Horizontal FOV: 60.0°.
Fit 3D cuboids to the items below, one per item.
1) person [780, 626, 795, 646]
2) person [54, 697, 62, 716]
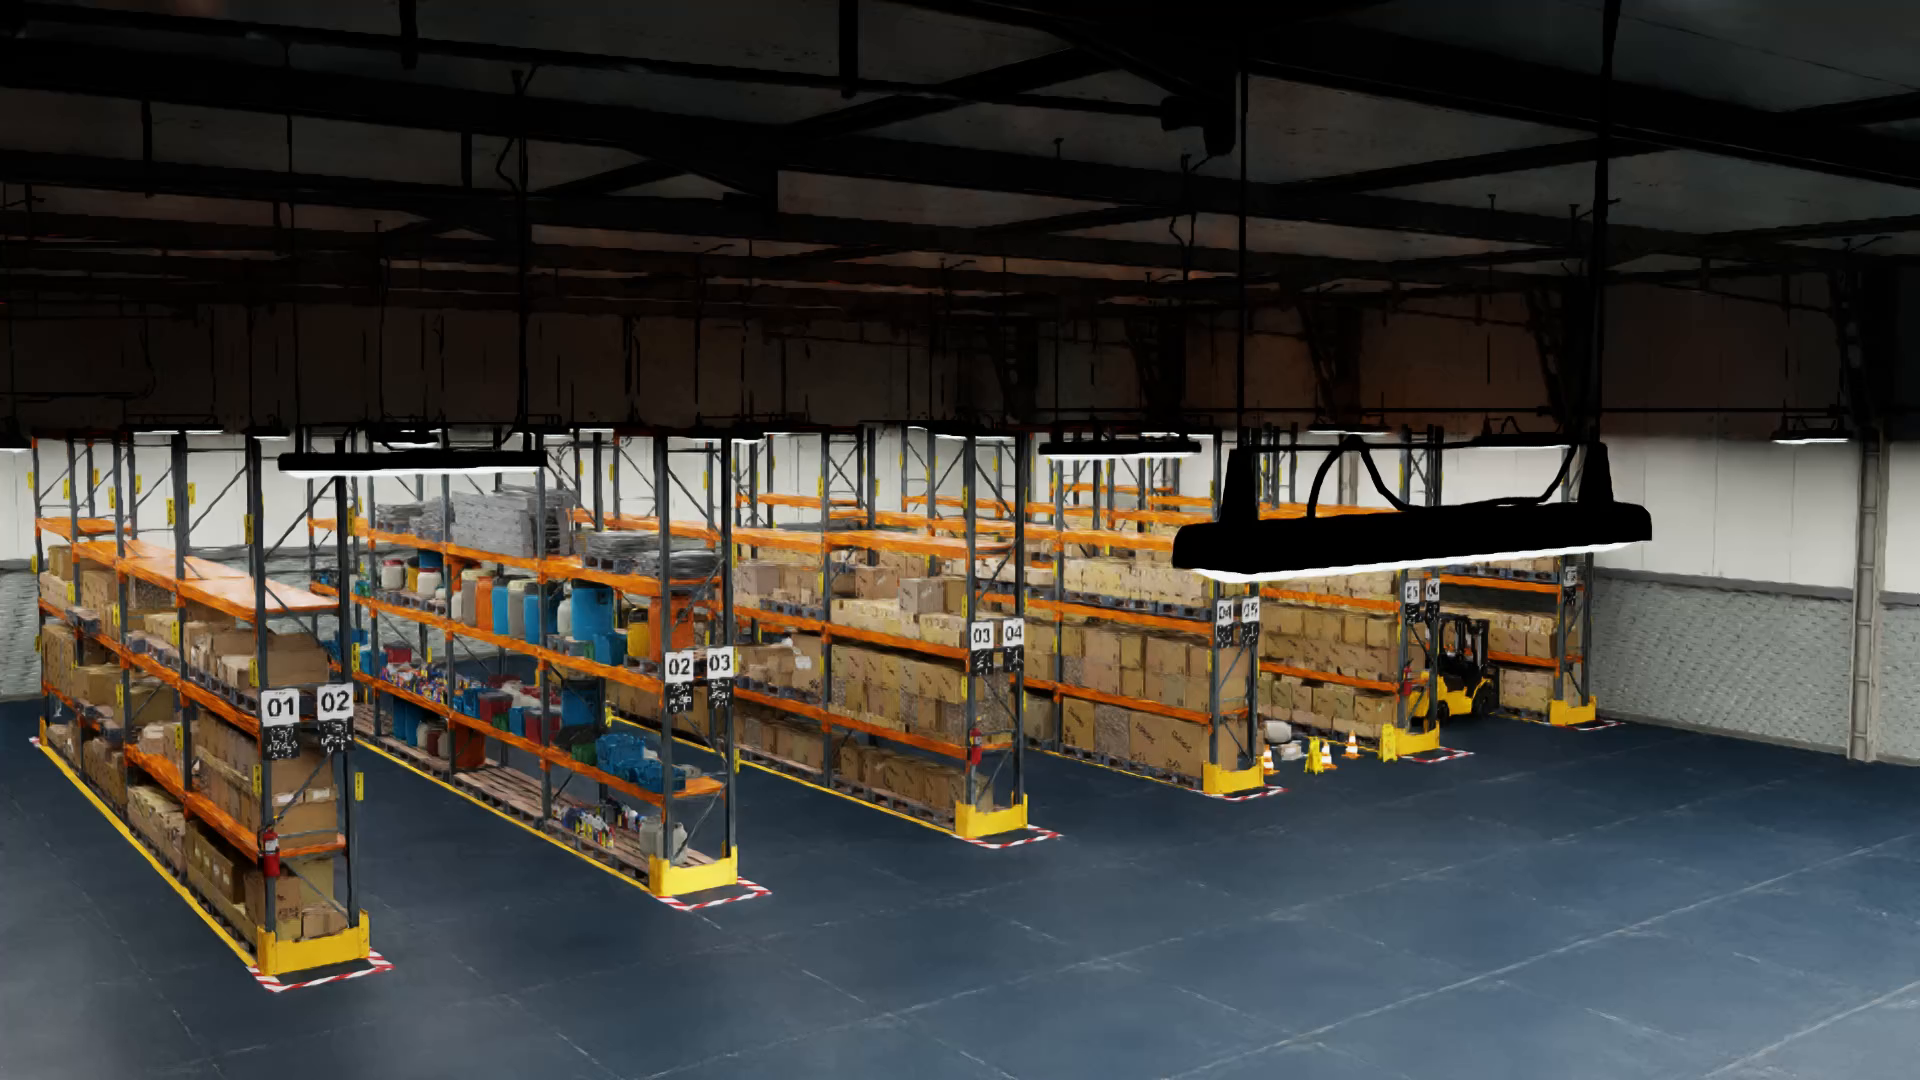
[{"bbox_3d":[-3.627,2.689,35.594,0.553,1.681,0.438,2,5,23],"label":"person"},{"bbox_3d":[-18.337,2.832,34.303,0.783,1.611,0.644,3,5,35],"label":"person"}]
